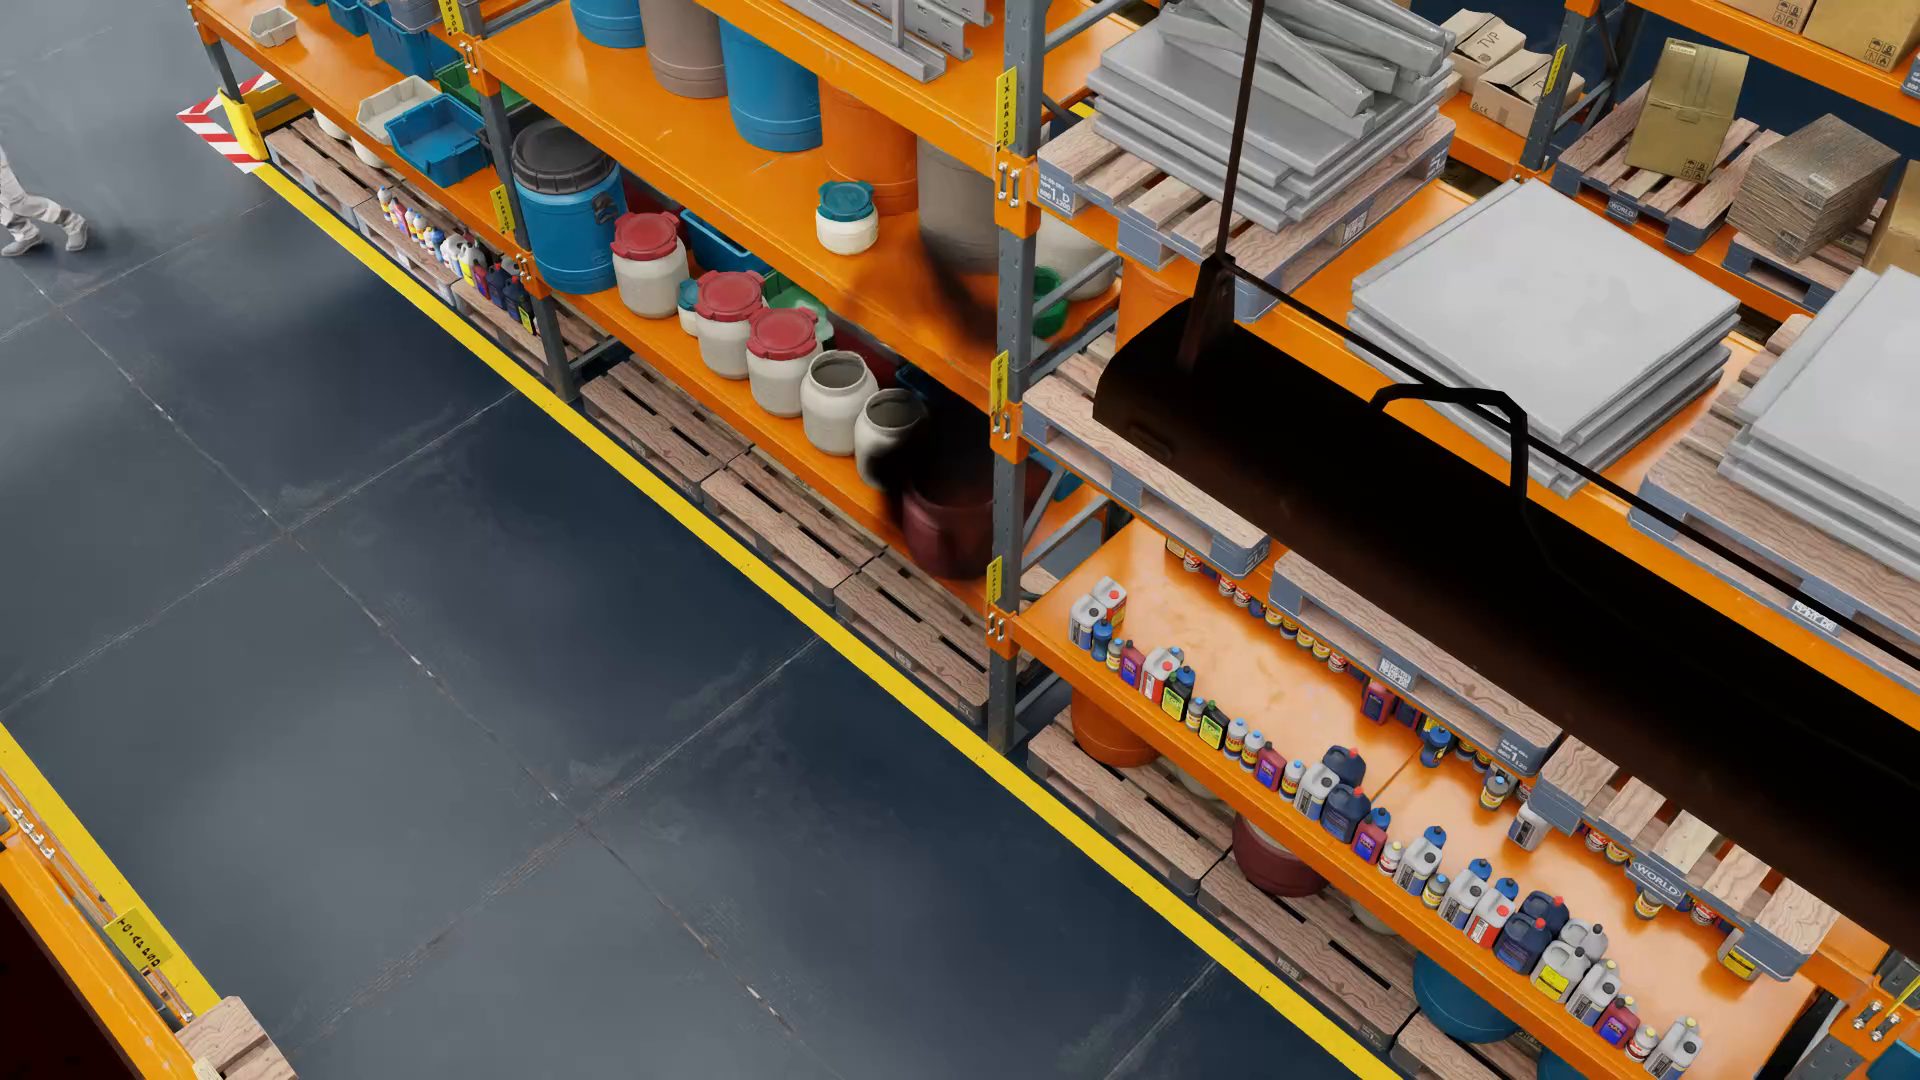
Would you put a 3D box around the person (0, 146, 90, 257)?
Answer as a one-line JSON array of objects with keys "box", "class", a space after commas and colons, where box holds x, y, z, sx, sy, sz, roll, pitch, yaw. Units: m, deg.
[{"box": [-6.862, -2.675, 11.576, 0.902, 1.637, 0.690, -33, 57, -24], "class": "person"}]
